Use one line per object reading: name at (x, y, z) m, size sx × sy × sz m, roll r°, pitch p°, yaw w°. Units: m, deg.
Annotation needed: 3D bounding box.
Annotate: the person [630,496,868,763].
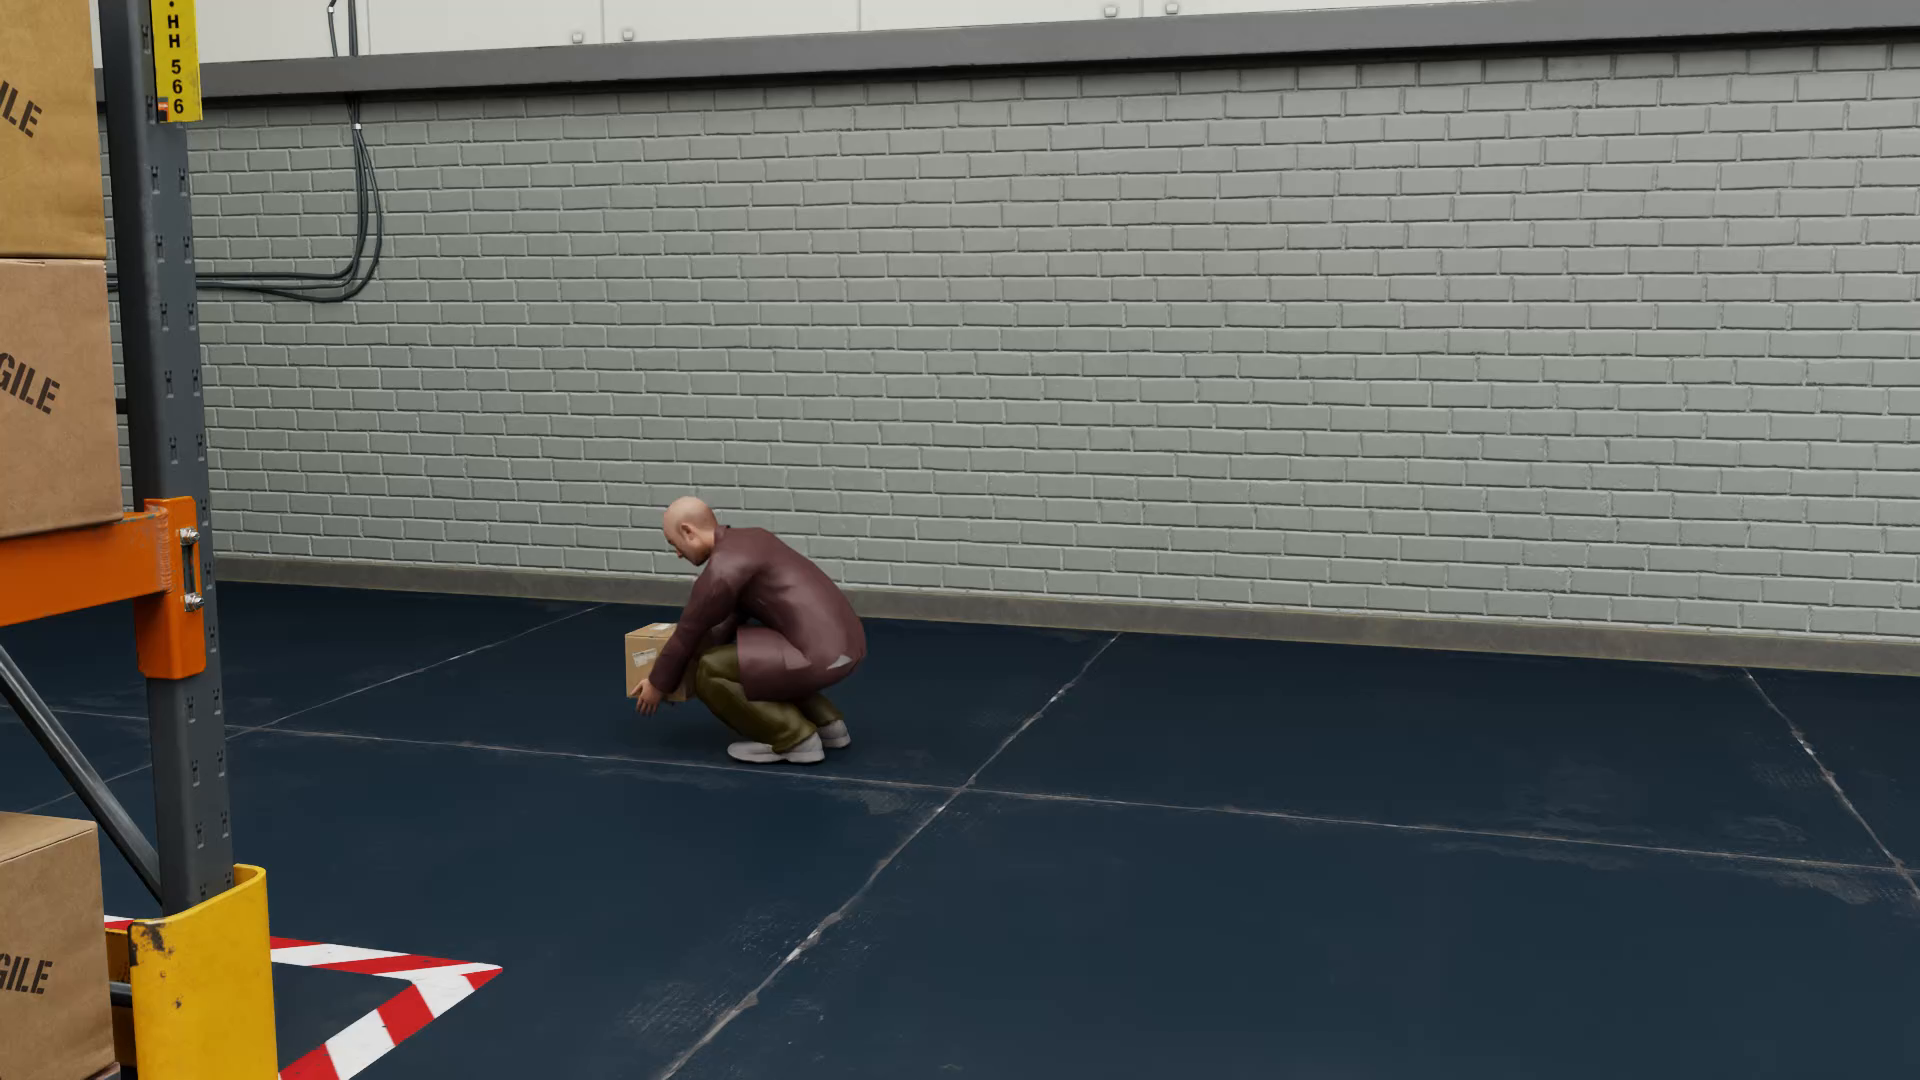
person at (-0.803, 0.334, 6.391) m, size 0.902 × 0.979 × 0.590 m, roll 2°, pitch 8°, yaw 16°
